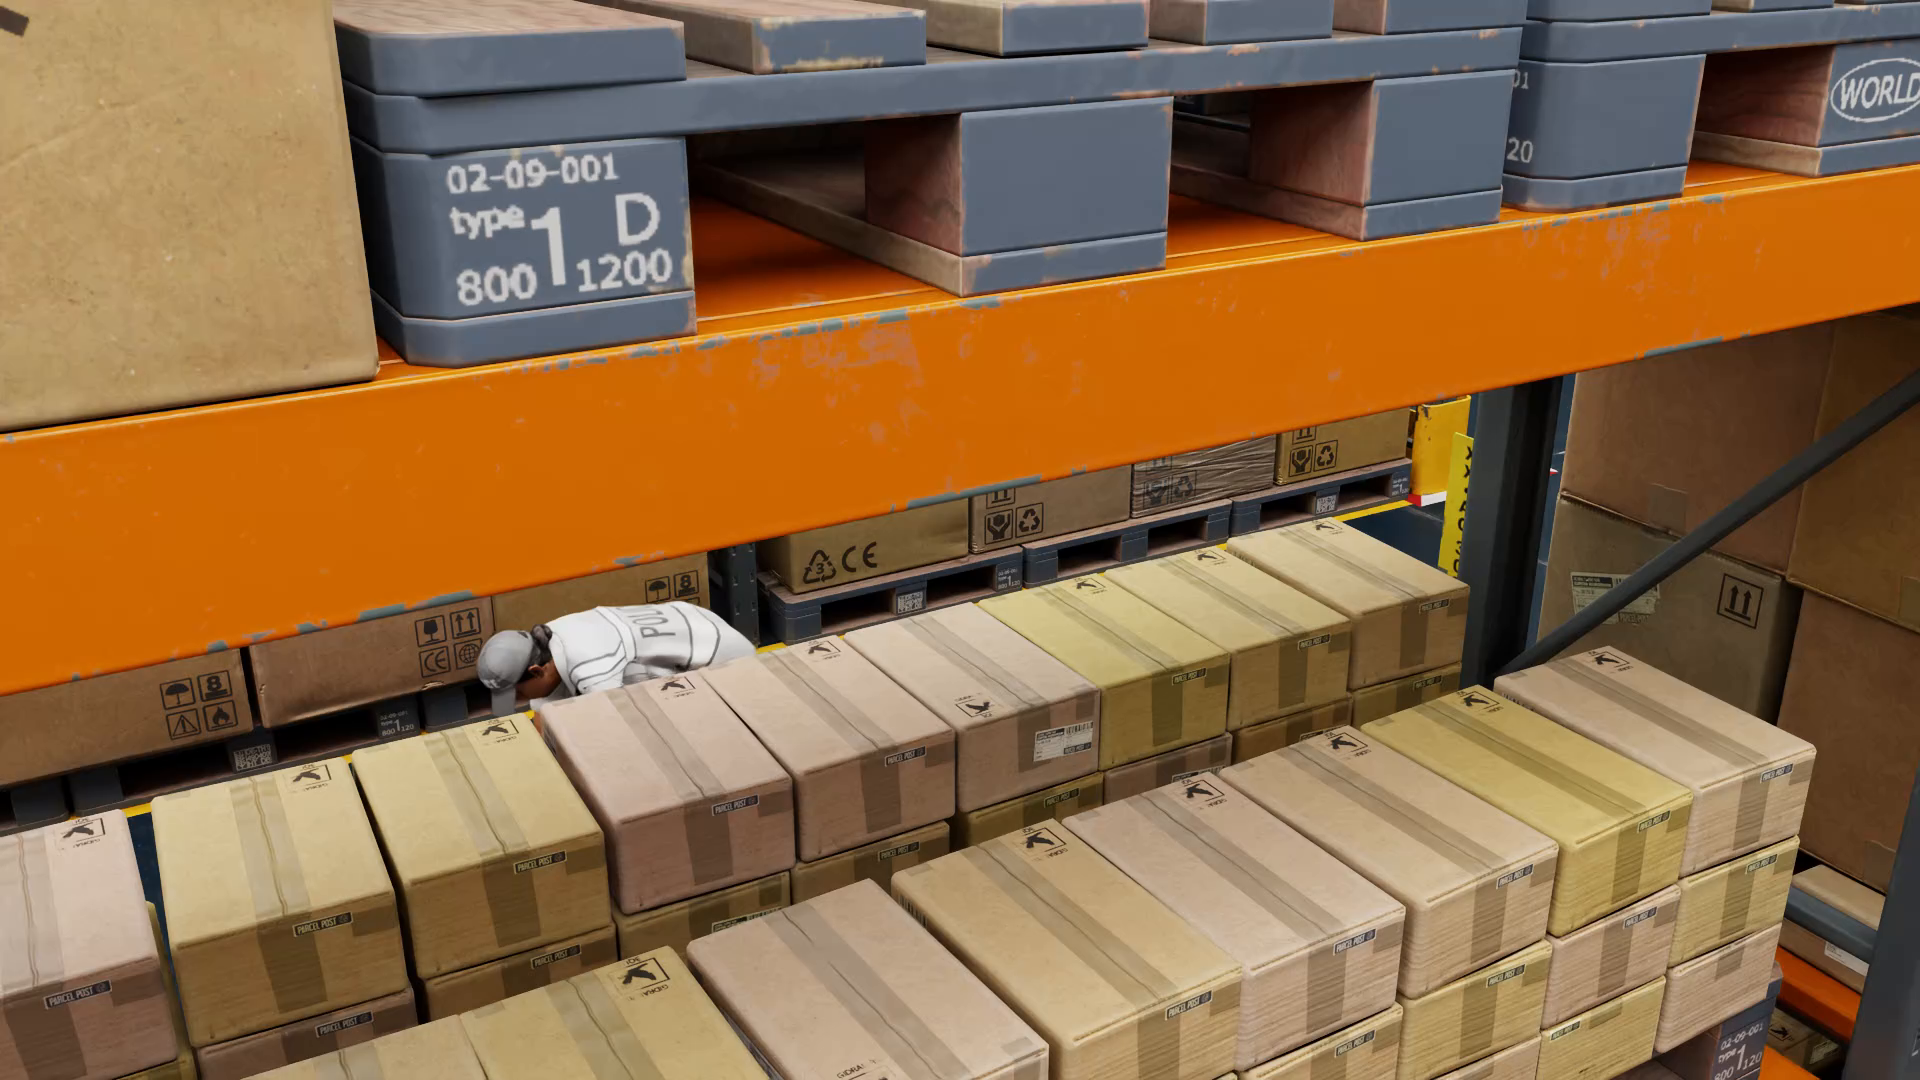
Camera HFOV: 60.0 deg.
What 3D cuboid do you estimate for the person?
[{"bbox_3d":[-1.097,0.643,5.462,0.920,0.944,0.514,-14,26,-30],"label":"person"}]
